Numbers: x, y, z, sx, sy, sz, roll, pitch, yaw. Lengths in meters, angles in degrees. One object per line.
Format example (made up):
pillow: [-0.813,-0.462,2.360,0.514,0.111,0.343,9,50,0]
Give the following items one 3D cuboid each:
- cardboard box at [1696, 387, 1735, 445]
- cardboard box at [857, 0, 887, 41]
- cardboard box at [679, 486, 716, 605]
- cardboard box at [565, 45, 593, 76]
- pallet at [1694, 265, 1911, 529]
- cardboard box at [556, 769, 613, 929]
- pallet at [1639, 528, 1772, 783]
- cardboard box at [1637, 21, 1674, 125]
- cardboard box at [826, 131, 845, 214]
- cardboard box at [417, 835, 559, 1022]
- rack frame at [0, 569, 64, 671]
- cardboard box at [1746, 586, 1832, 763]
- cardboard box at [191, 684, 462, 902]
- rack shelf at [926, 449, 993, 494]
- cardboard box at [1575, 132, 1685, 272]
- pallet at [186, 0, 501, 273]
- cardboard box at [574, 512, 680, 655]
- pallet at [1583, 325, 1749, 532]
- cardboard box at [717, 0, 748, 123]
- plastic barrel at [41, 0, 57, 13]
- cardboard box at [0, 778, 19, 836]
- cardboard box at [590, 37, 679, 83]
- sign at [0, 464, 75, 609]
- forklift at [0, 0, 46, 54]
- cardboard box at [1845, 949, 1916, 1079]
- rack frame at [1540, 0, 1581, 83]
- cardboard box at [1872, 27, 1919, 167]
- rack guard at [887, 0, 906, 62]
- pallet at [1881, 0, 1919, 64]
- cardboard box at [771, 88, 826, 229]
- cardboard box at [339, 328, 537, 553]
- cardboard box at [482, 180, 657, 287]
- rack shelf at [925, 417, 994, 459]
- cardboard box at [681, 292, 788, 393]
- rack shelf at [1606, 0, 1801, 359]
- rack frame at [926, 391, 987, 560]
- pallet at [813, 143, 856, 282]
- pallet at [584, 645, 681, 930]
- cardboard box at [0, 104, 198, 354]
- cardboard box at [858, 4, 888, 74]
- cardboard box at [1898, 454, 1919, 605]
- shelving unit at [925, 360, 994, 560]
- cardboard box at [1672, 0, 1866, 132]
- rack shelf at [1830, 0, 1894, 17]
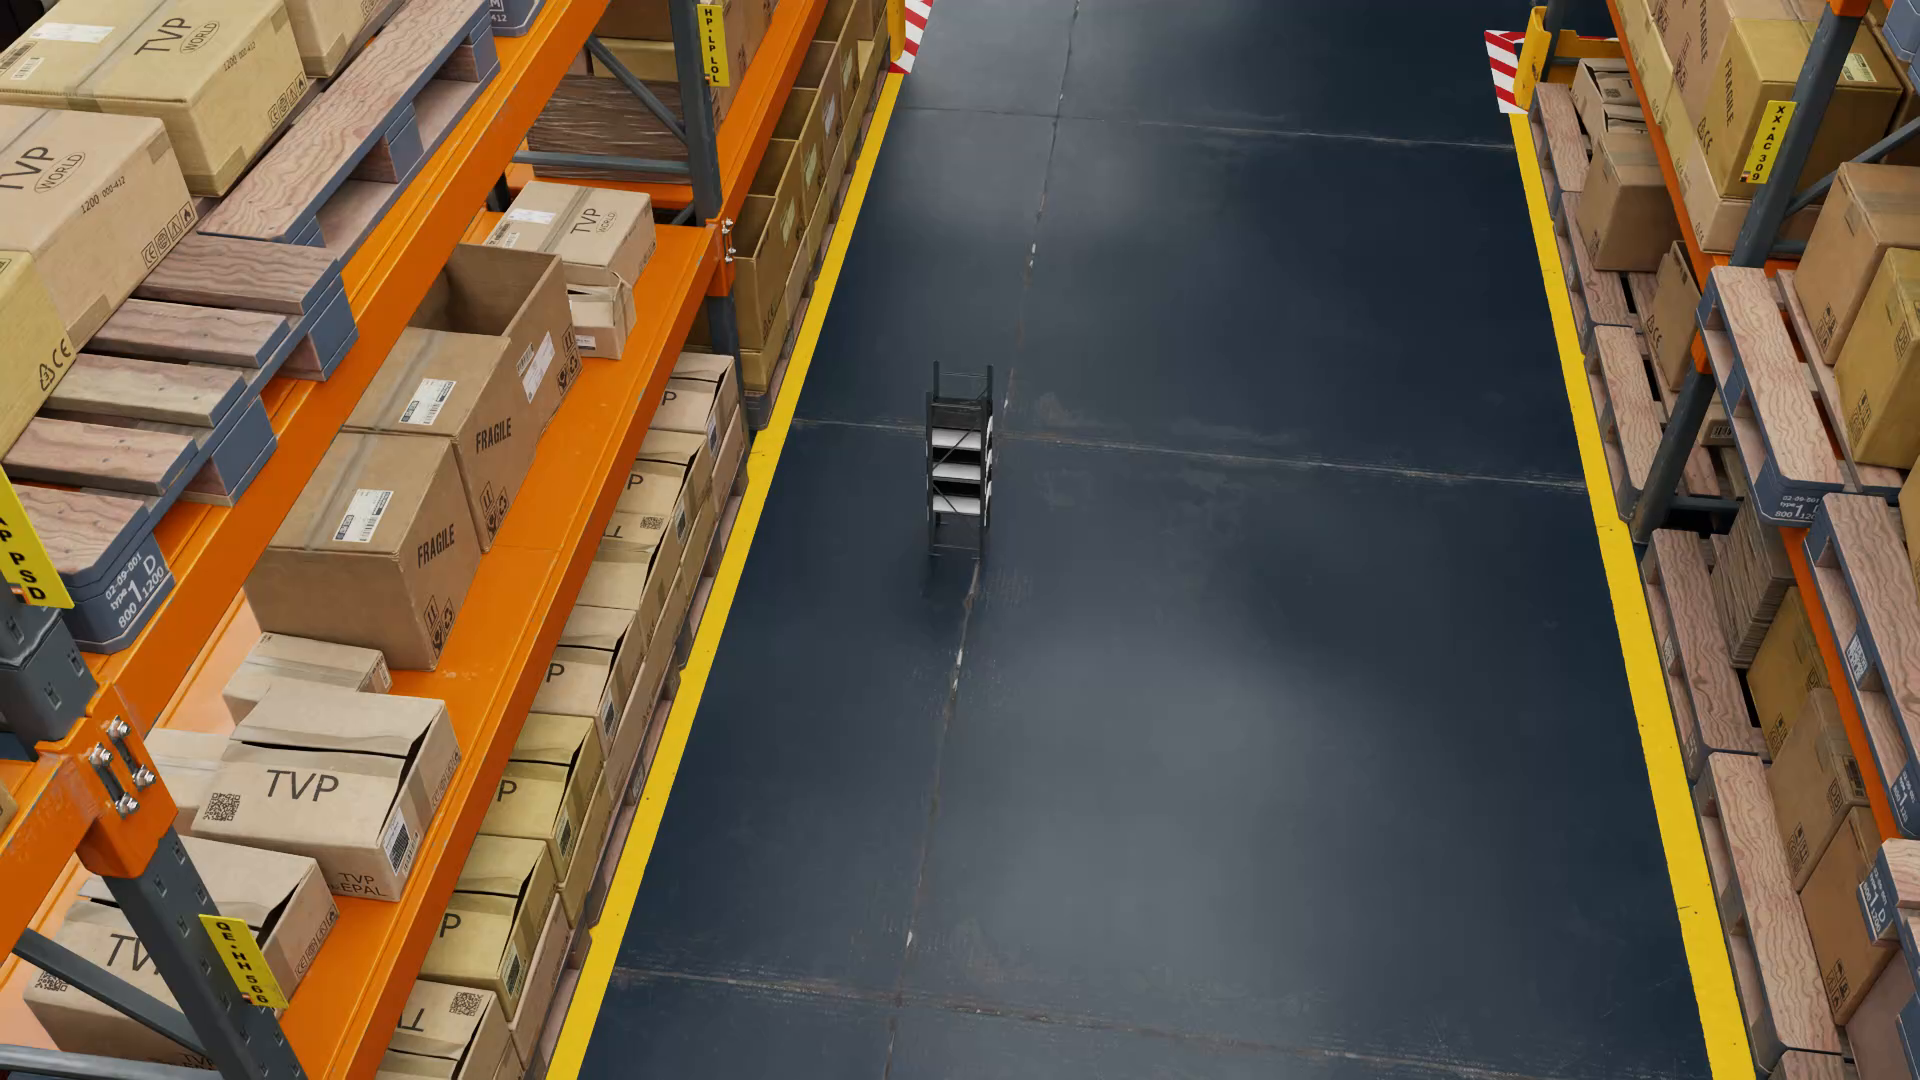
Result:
cardboard box: [3.480,-0.564,7.427,0.380,0.166,0.250,0,43,0]
cardboard box: [-0.719,-3.274,9.697,0.500,0.500,0.500,5,44,6]
cardboard box: [-1.308,-0.014,6.800,0.500,0.250,0.500,5,44,5]
cardboard box: [-1.648,-1.990,6.648,0.380,0.149,0.250,5,44,5]
pallet: [3.194,-0.489,5.746,1.003,0.211,1.213,5,44,6]
cardboard box: [-1.512,1.030,5.697,0.500,0.250,0.500,4,44,4]
pallet: [3.338,0.477,6.615,1.003,0.211,1.213,5,44,6]
cardboard box: [3.326,-2.052,7.352,0.500,0.250,0.500,5,44,5]
cardboard box: [-0.907,-1.978,8.874,0.500,0.250,0.500,5,44,6]
cardboard box: [-1.579,1.166,5.146,0.500,0.311,0.500,4,44,4]
rack frame: [-2.001,-0.966,1.748,1.000,3.000,0.127,5,44,6]
cardboard box: [3.340,0.542,6.016,0.700,0.500,0.500,4,44,5]
cardboard box: [-1.690,0.653,4.466,0.500,0.311,0.500,5,44,5]
rack shelf: [-0.001,-0.297,6.980,0.258,0.077,0.200,5,44,6]
cardboard box: [3.565,-1.697,8.381,0.700,0.500,0.500,3,44,3]
pallet: [-1.855,-1.041,4.146,1.003,0.211,1.213,7,44,7]
cardboard box: [-1.372,0.126,6.244,0.500,0.311,0.500,5,44,5]
pallet: [3.493,-0.514,7.662,1.003,0.211,1.213,5,44,6]
cardboard box: [-1.356,-2.213,7.355,0.700,0.500,0.500,5,44,5]
plastic barrel: [-5.864,-3.486,10.276,0.421,0.512,0.421,0,43,0]
cardboard box: [-2.025,0.387,2.427,0.910,0.500,0.500,5,44,6]
cardboard box: [-1.244,-1.951,6.607,0.380,0.149,0.250,5,44,5]
sign: [-1.463,-0.014,2.548,0.100,0.325,0.005,5,44,6]
forklift: [-4.112,-1.291,6.504,3.031,2.935,1.130,-25,49,-24]
cardboard box: [3.137,1.572,4.928,0.700,0.500,0.500,5,44,5]
rack frame: [3.968,-3.792,9.095,1.000,3.000,0.127,5,44,6]
cardboard box: [3.708,-1.593,6.322,0.500,0.500,0.500,4,44,5]
rack guard: [-0.940,-3.349,10.445,1.175,0.500,0.348,5,44,6]
pallet: [3.252,-1.676,4.816,1.213,0.211,1.003,5,44,6]
cardboard box: [-0.968,-1.909,8.256,0.500,0.500,0.500,5,44,6]
cardboard box: [-1.725,-0.328,5.364,0.500,0.500,0.500,5,44,6]
cardboard box: [-1.494,-1.120,6.382,0.500,0.250,0.500,8,44,8]
rack shelf: [-0.001,-0.428,6.856,0.258,0.077,0.200,5,44,6]
cardboard box: [-1.110,-0.956,7.795,0.500,0.250,0.500,5,44,6]
rack shelf: [3.703,-2.168,7.903,1.077,0.370,4.000,5,44,6]
rack frame: [-0.015,-0.252,6.884,0.240,0.900,0.006,5,44,6]
pallet: [-1.166,-1.873,9.097,1.003,0.211,1.213,5,44,6]
pallet: [-1.689,0.838,6.233,1.003,0.211,1.213,5,44,6]
cardboard box: [-1.945,-0.648,3.397,0.500,0.250,0.500,6,44,7]
cardboard box: [-0.721,-3.002,9.955,0.500,0.250,0.500,5,44,6]
cardboard box: [3.201,-0.087,4.789,0.700,0.500,0.500,11,45,11]
shelving unit: [-0.001,-0.321,6.957,0.258,0.900,0.210,5,44,6]
cardboard box: [3.255,-1.982,6.733,0.500,0.500,0.500,5,44,5]
rack shelf: [3.175,-0.531,3.993,1.077,0.370,4.000,5,44,6]
